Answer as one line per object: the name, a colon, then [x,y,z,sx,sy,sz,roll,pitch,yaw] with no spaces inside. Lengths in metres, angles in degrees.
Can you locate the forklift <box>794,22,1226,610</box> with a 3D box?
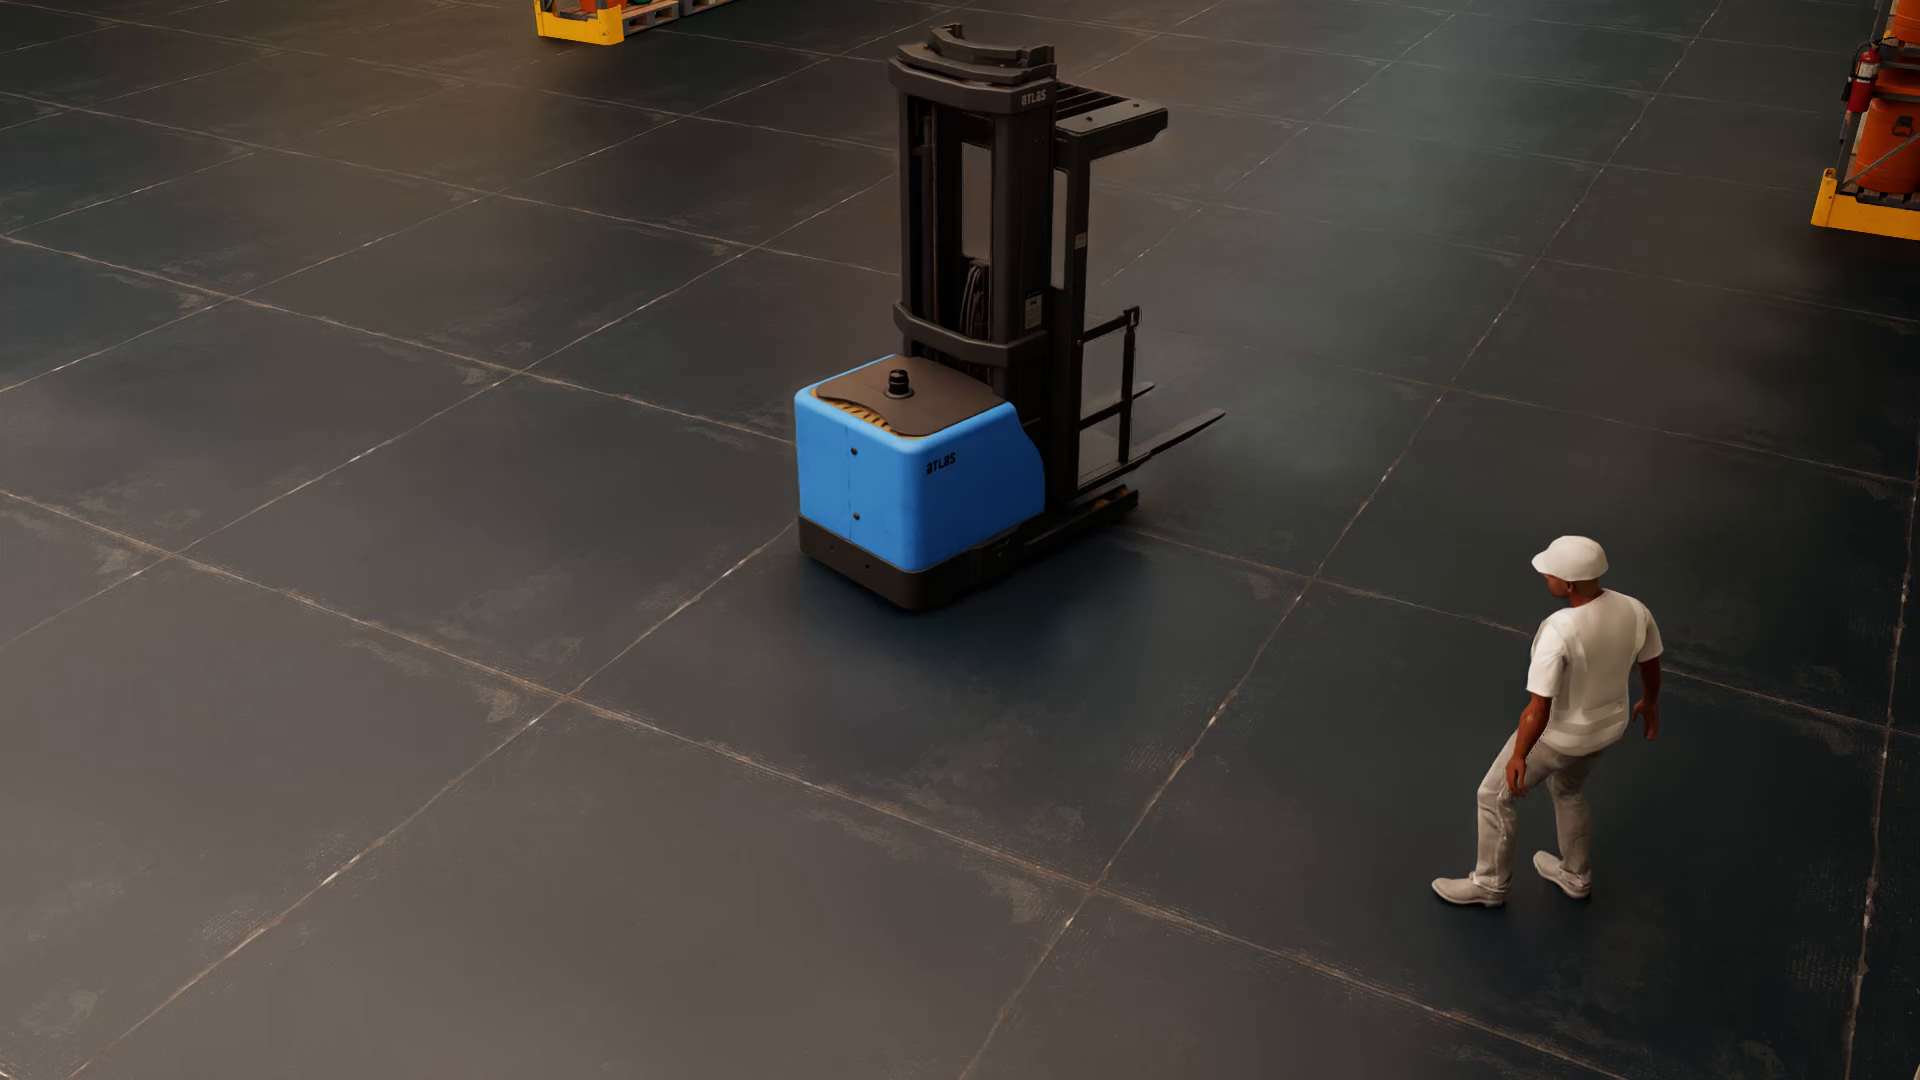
forklift: [0.455,-1.517,9.699,3.031,2.935,1.130,-26,39,-37]

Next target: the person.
person: [2.520,0.761,6.964,0.886,1.731,0.467,-15,33,-25]
